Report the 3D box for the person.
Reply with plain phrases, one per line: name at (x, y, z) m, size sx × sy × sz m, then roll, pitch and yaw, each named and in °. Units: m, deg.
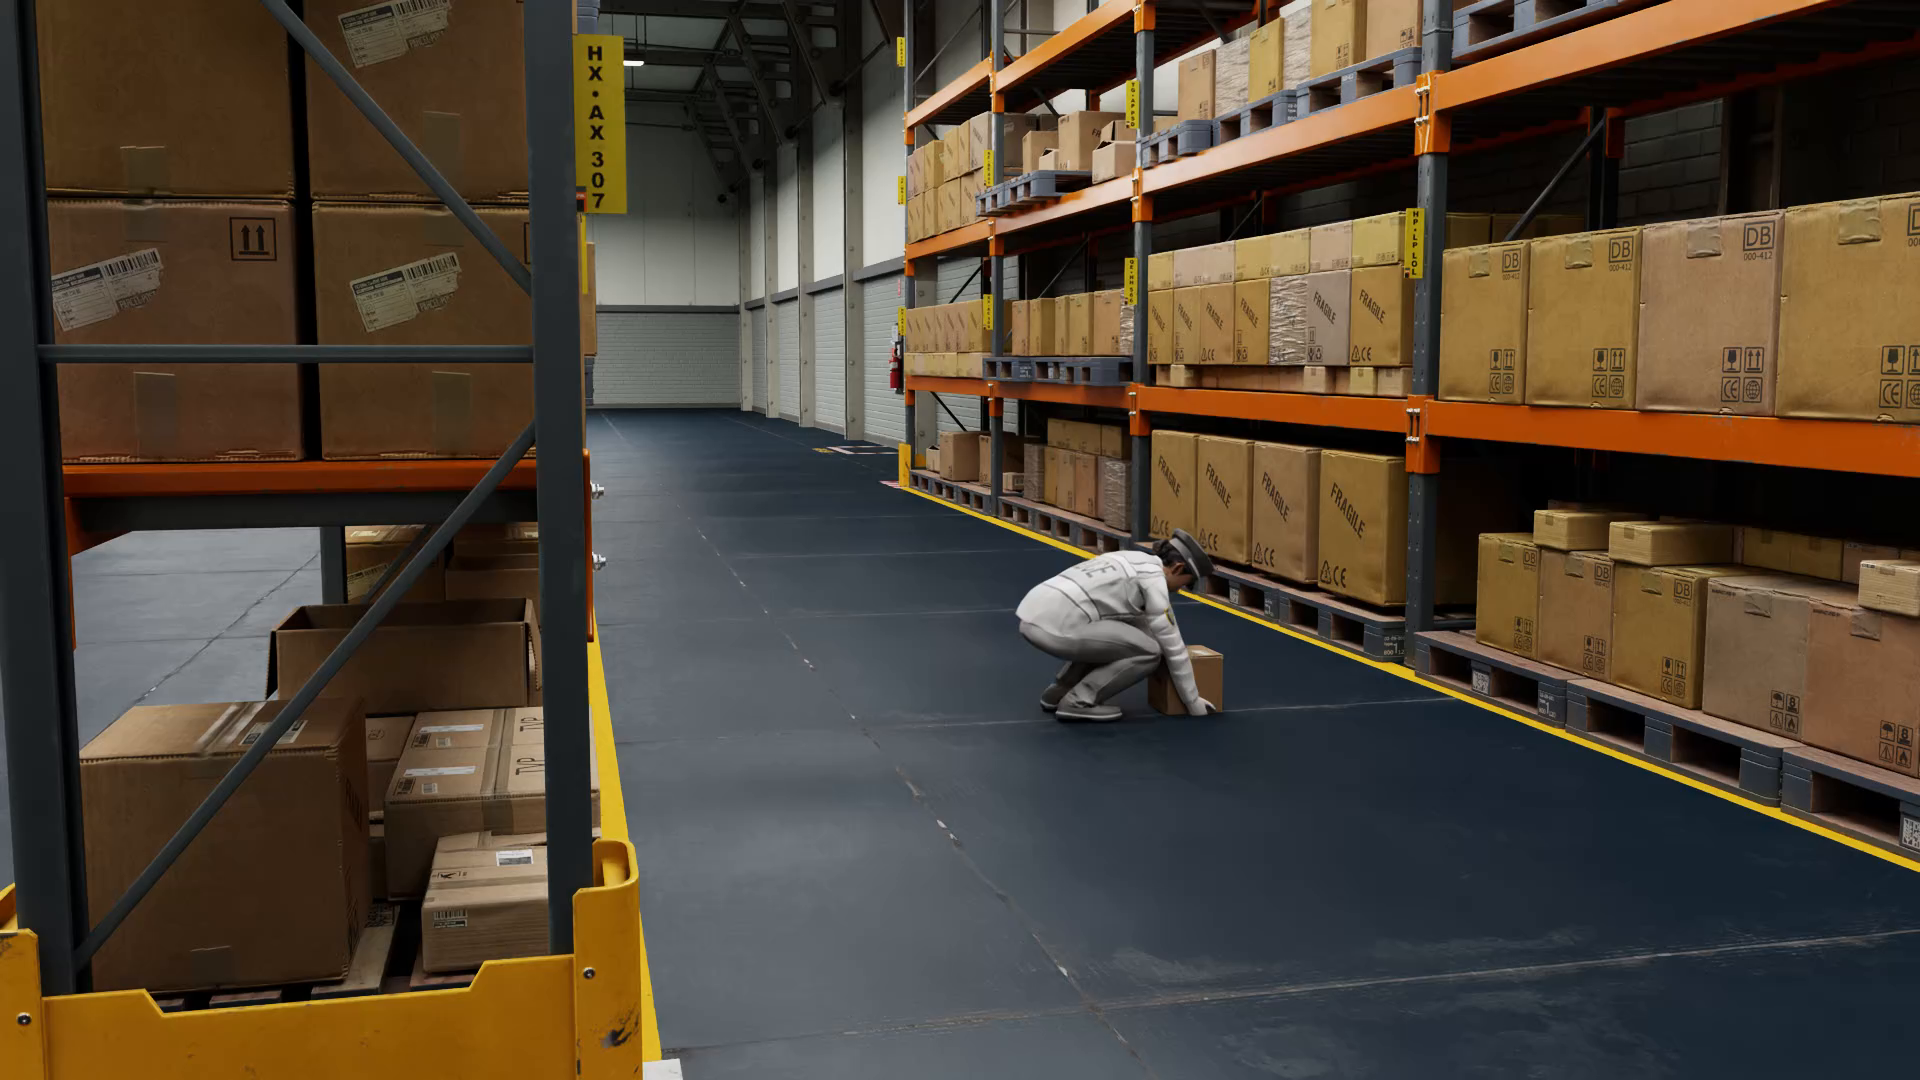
person at (0.677, 0.386, 7.070) m, size 0.886 × 0.853 × 0.473 m, roll -2°, pitch 6°, yaw -14°
